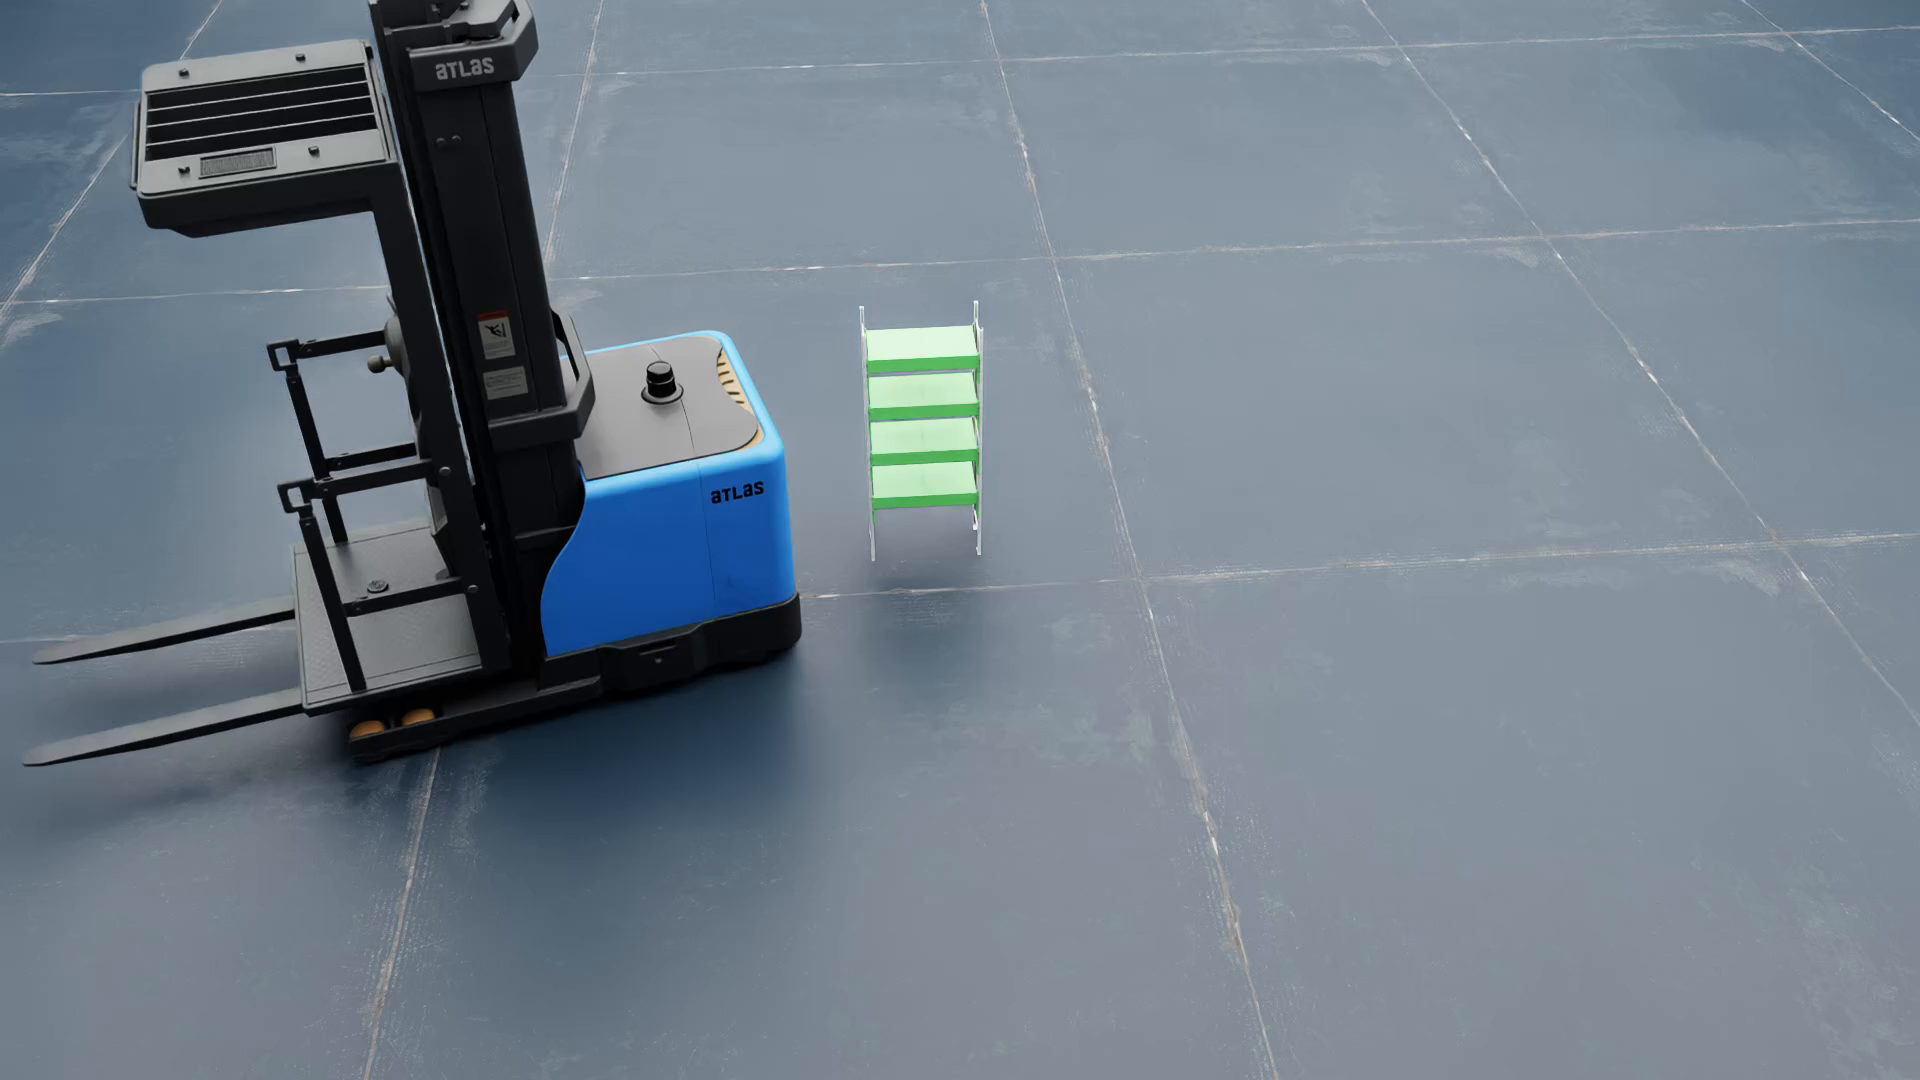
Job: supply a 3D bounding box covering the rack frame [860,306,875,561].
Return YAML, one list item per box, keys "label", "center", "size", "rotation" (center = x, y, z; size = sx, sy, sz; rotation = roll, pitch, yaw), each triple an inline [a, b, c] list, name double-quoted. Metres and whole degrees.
- label: "rack frame"
  center: [-0.408, -0.449, 7.350]
  size: [0.015, 1.200, 0.240]
  rotation: [-3, 38, -4]

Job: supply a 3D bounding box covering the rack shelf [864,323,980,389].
- label: "rack shelf"
  center: [-0.165, -0.789, 7.109]
  size: [0.480, 0.148, 0.258]
  rotation: [-3, 38, -4]

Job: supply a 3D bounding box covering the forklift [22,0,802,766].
- label: "forklift"
  center: [-2.250, -0.638, 6.193]
  size: [3.031, 2.935, 1.130]
  rotation: [-13, 40, -16]

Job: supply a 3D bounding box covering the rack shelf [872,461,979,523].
- label: "rack shelf"
  center: [-0.165, -0.223, 7.555]
  size: [0.480, 0.148, 0.258]
  rotation: [-3, 38, -4]

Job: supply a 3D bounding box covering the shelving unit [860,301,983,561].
- label: "shelving unit"
  center: [-0.165, -0.462, 7.367]
  size: [0.503, 1.200, 0.258]
  rotation: [-3, 38, -4]

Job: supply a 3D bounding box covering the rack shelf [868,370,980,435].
- label: "rack shelf"
  center: [-0.165, -0.600, 7.258]
  size: [0.480, 0.148, 0.258]
  rotation: [-3, 38, -4]

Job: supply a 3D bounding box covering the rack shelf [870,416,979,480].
- label: "rack shelf"
  center: [-0.165, -0.412, 7.406]
  size: [0.480, 0.148, 0.258]
  rotation: [-3, 38, -4]

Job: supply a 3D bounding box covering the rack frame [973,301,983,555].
- label: "rack frame"
  center: [0.078, -0.475, 7.384]
  size: [0.015, 1.200, 0.240]
  rotation: [-3, 38, -4]
